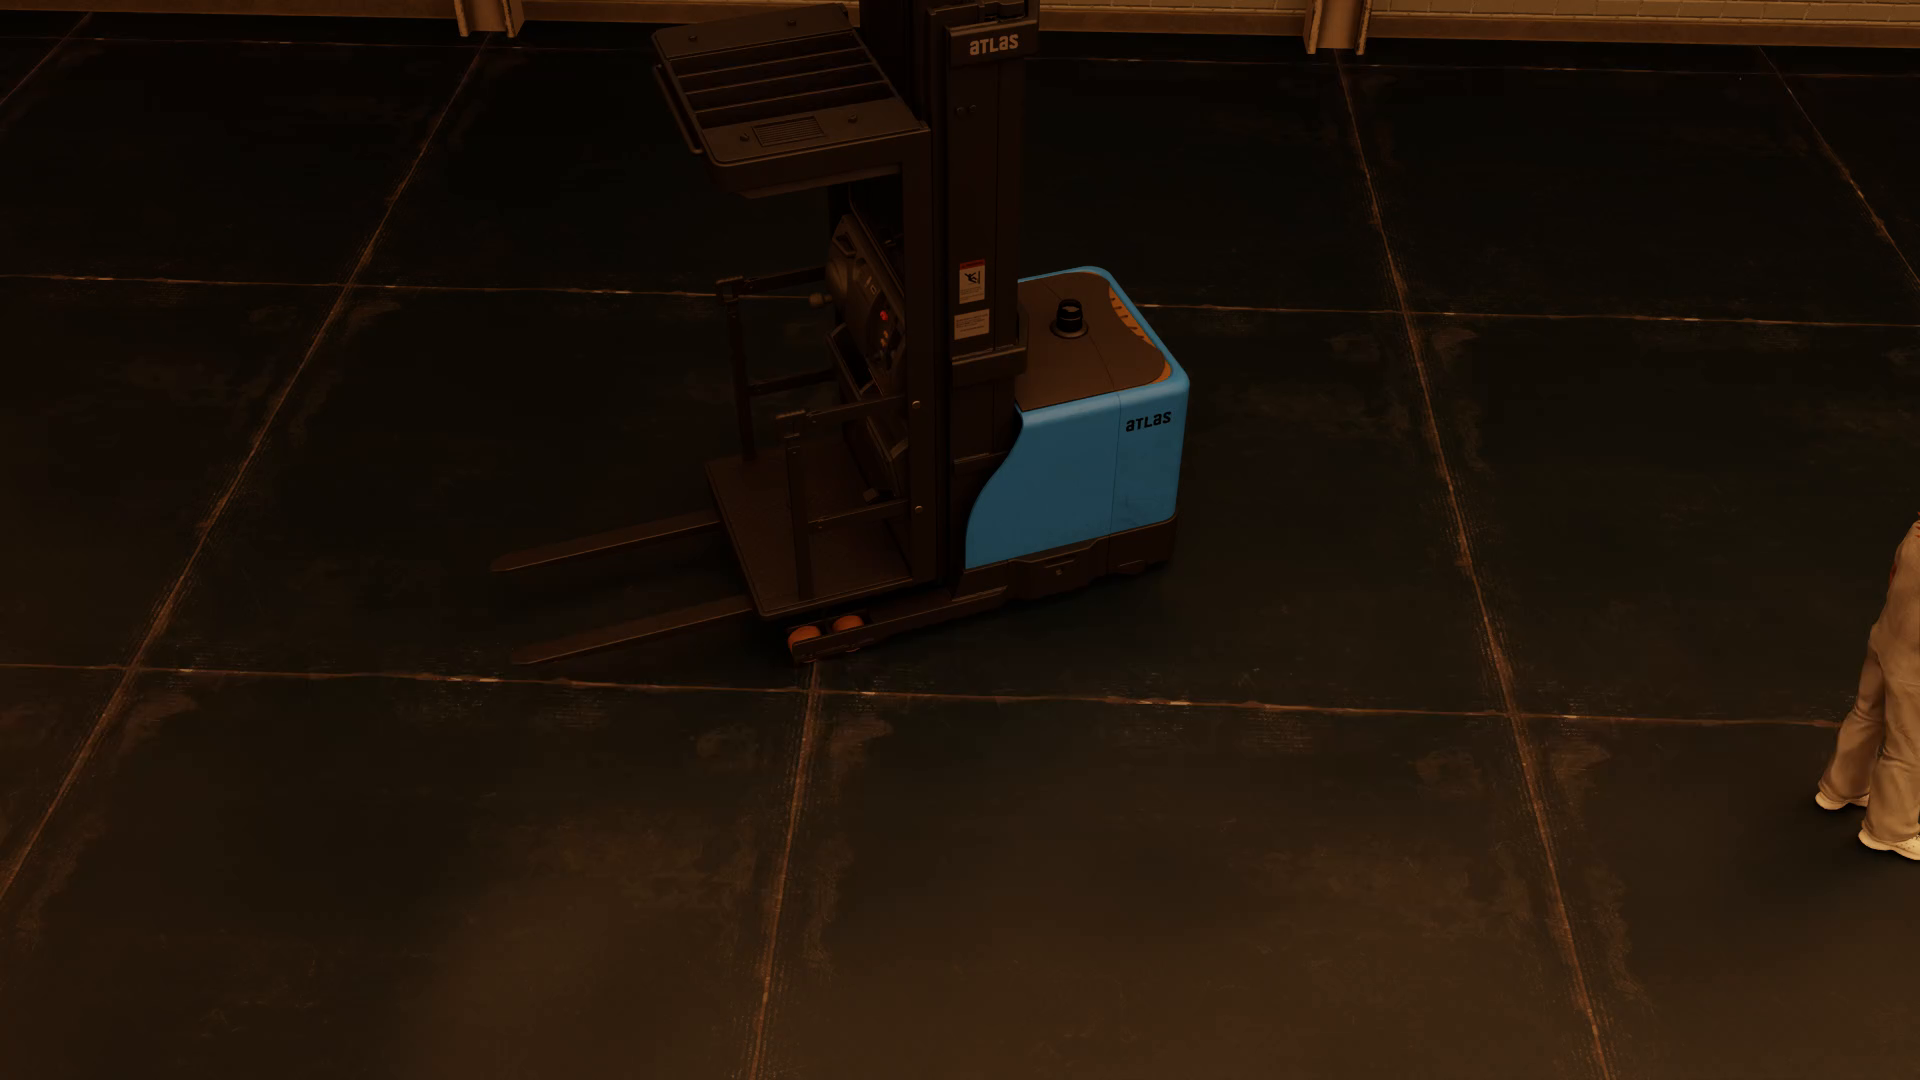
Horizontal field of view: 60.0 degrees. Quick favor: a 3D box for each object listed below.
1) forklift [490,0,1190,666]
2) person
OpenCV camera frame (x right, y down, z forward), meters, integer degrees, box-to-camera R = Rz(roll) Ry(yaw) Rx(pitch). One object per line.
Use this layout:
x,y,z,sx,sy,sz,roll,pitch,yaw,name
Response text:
-0.573,-0.945,6.778,3.031,2.935,1.130,-13,44,-14,forklift
3.603,0.453,6.166,0.548,1.673,0.550,2,42,3,person
